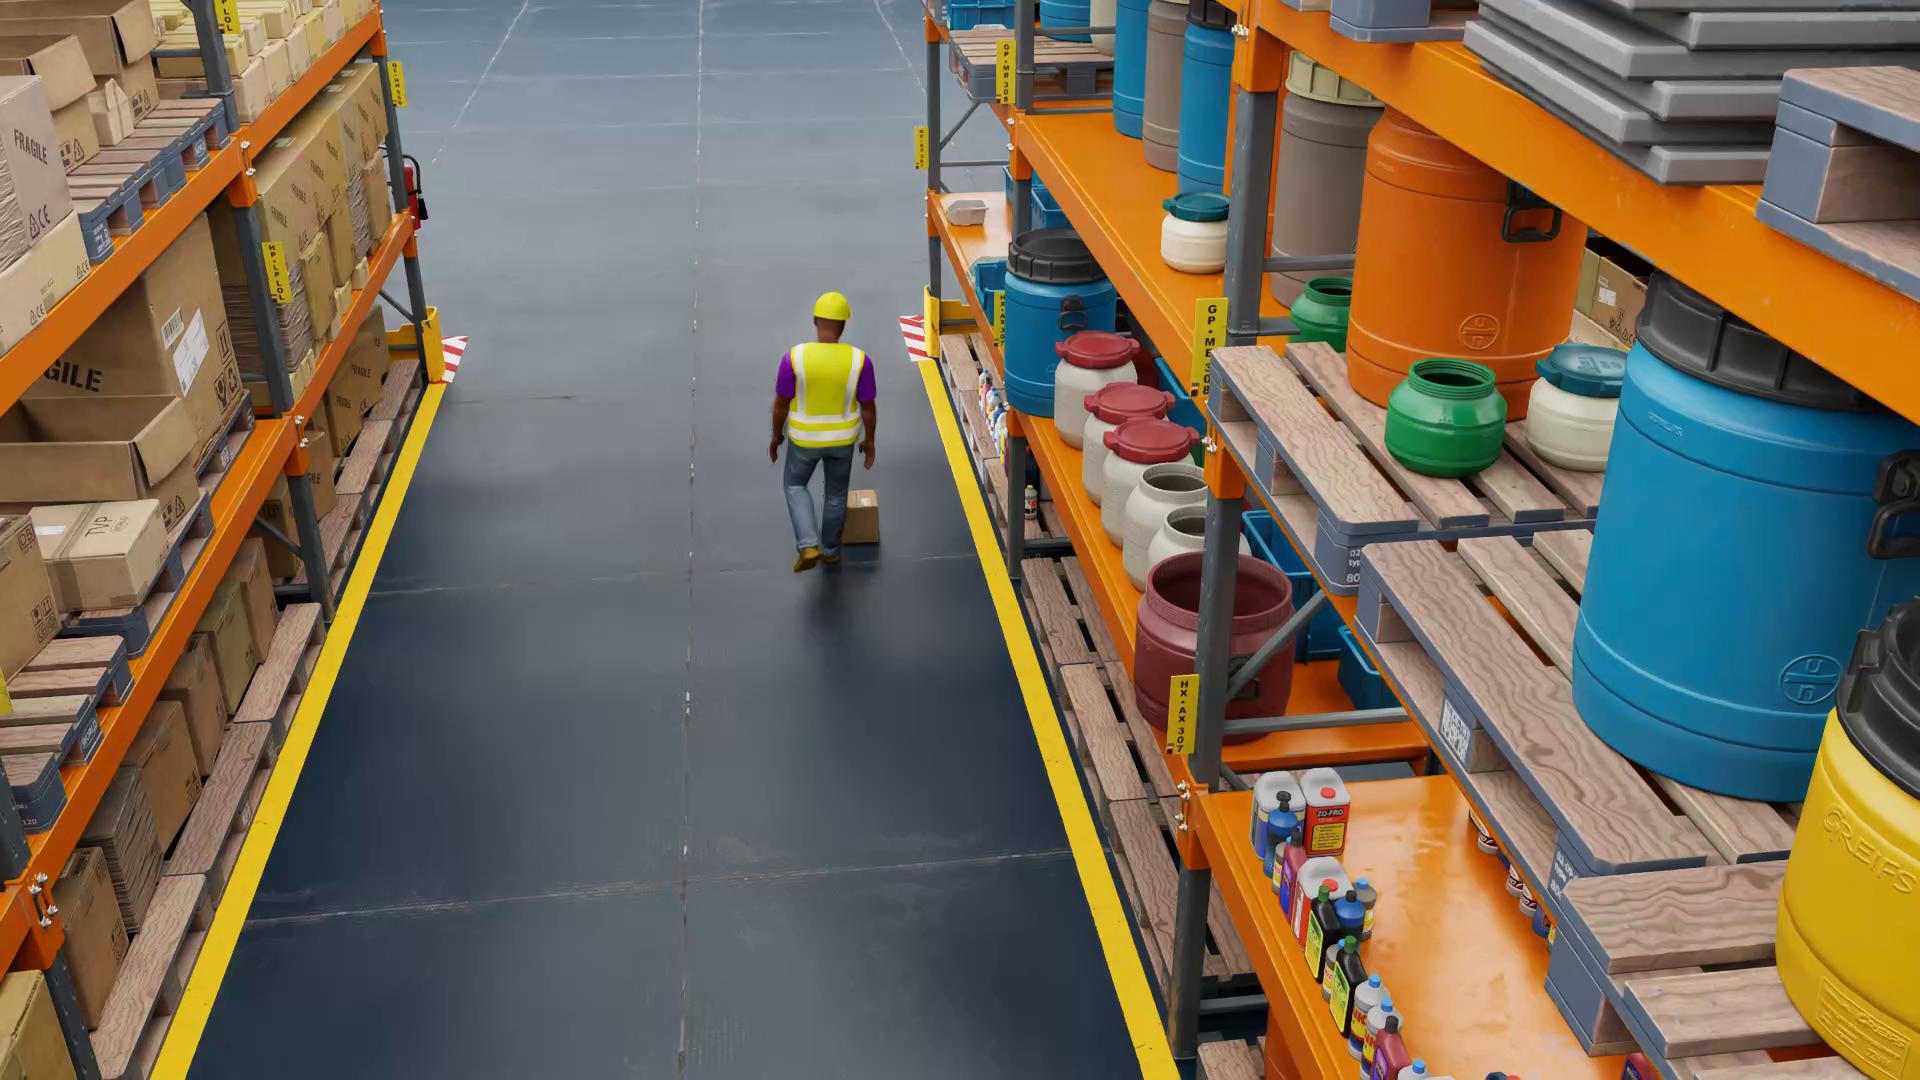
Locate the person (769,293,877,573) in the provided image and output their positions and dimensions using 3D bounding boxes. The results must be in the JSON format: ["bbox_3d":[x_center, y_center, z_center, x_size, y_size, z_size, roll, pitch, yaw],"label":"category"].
[{"bbox_3d":[-0.813,-0.625,9.790,0.631,1.764,0.659,-4,27,-8],"label":"person"}]
